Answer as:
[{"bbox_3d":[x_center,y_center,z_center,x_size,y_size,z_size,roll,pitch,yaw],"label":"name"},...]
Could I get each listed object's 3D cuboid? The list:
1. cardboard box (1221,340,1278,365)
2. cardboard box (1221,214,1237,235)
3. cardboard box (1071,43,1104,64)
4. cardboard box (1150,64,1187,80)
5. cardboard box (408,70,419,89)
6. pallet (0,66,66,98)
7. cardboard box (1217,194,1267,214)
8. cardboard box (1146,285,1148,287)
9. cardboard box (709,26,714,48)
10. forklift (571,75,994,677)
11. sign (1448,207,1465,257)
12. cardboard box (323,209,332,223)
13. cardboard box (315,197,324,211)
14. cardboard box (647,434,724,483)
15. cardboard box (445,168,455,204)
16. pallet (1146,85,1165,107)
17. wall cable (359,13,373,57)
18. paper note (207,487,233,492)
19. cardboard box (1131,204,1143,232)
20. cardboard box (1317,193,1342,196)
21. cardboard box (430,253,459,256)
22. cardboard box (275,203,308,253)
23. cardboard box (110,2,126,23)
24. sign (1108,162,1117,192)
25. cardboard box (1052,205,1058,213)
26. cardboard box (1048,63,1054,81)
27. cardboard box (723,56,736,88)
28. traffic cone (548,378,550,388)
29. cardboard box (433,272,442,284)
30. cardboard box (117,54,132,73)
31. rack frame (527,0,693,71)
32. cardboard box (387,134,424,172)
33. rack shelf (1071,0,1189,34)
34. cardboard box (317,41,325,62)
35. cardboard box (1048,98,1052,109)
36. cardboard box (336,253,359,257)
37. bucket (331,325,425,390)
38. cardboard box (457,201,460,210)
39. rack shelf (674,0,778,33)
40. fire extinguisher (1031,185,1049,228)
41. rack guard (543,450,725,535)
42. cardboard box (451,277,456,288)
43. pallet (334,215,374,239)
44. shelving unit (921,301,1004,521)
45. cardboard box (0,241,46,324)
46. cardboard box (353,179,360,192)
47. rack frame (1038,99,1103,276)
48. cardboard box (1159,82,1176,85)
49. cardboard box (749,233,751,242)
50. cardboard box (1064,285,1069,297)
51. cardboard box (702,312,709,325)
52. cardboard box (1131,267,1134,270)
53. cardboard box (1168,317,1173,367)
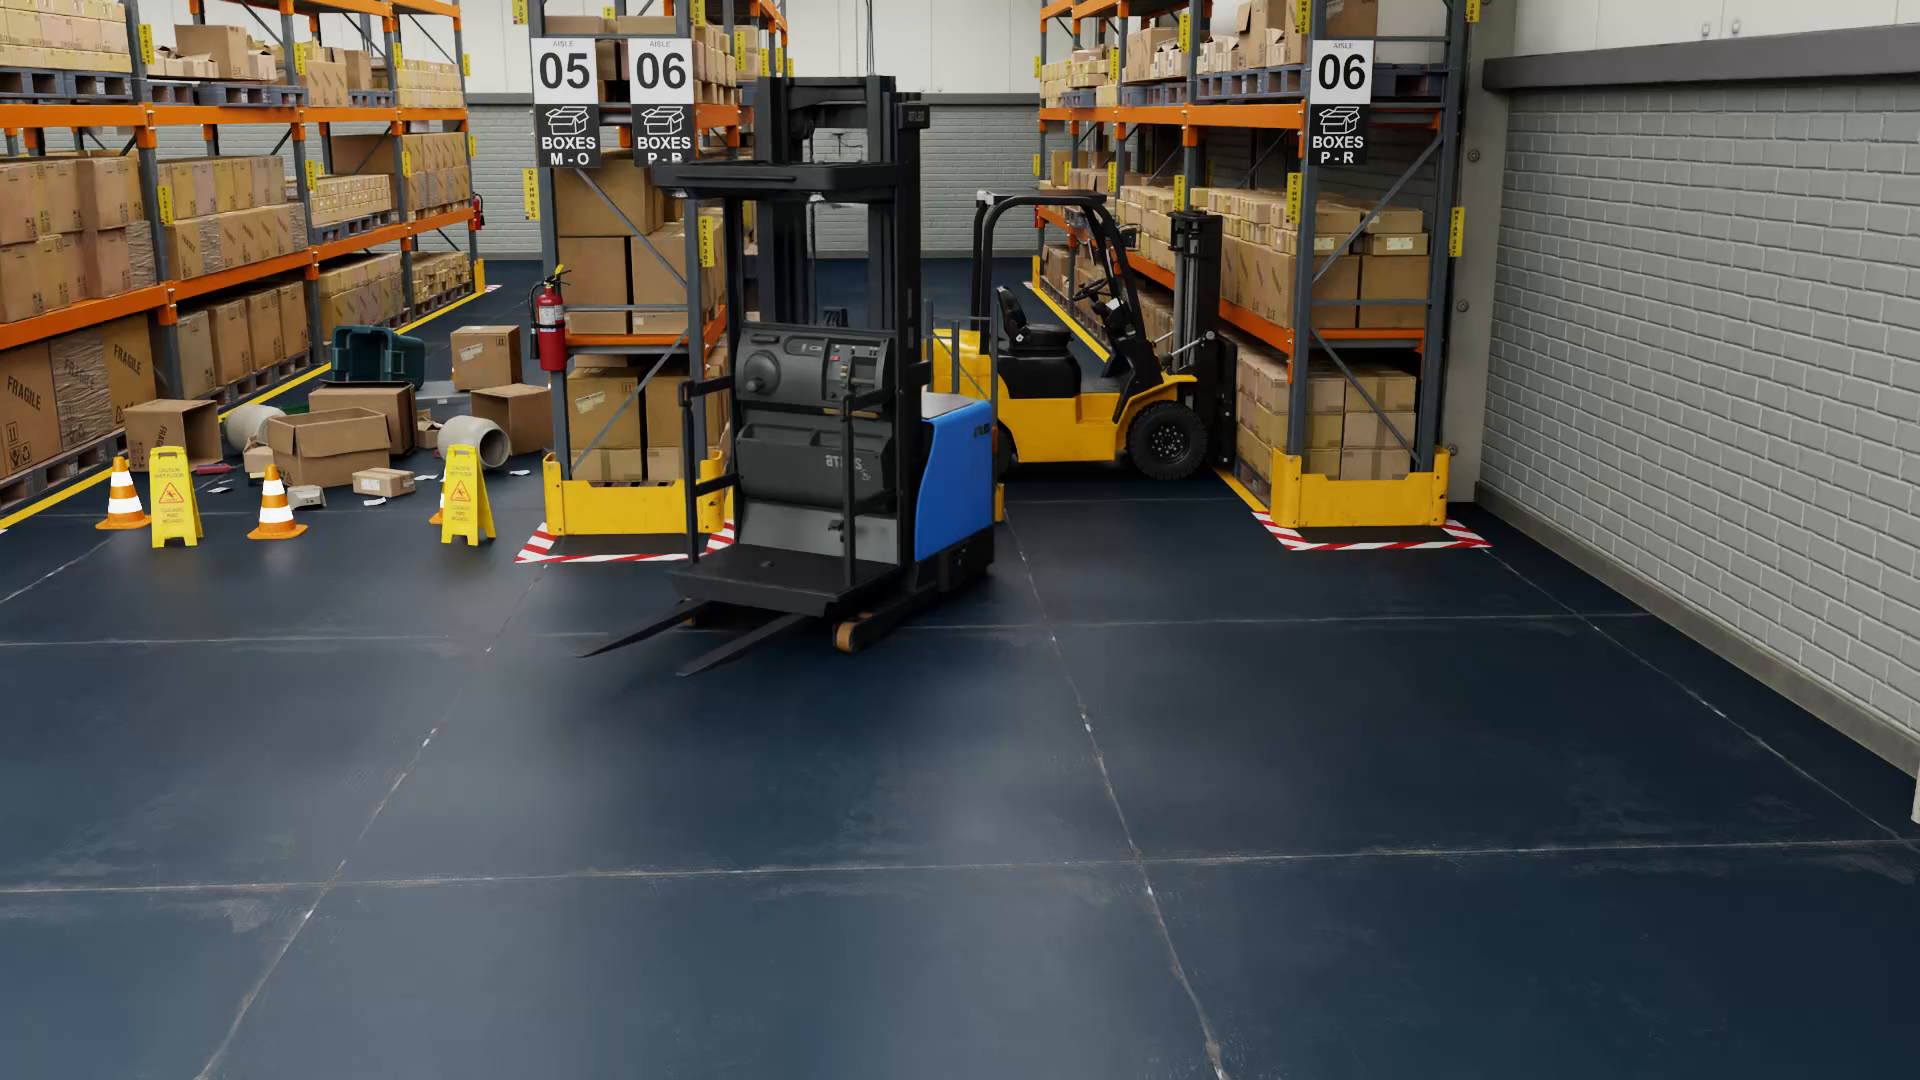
[{"bbox_3d":[2.314,-1.437,13.262,0.500,0.250,0.500,-1,14,-5],"label":"cardboard box"},{"bbox_3d":[2.316,-2.549,13.409,0.380,0.149,0.250,-1,14,-5],"label":"cardboard box"},{"bbox_3d":[1.683,-6.425,21.990,0.396,0.266,0.258,-1,14,-4],"label":"cardboard box"},{"bbox_3d":[2.089,-4.632,16.448,0.380,0.149,0.250,-1,14,-4],"label":"cardboard box"},{"bbox_3d":[-7.692,-6.268,22.647,0.500,0.250,0.500,-1,14,-4],"label":"cardboard box"},{"bbox_3d":[-7.267,-3.312,12.039,1.003,0.211,1.213,-1,14,-3],"label":"pallet"},{"bbox_3d":[2.319,-2.754,13.612,0.380,0.149,0.250,-1,14,-4],"label":"cardboard box"},{"bbox_3d":[2.503,-2.807,20.091,0.500,0.500,0.500,-1,14,-3],"label":"cardboard box"},{"bbox_3d":[-1.988,-3.640,12.038,0.380,0.149,0.250,0,14,-2],"label":"cardboard box"},{"bbox_3d":[-0.898,-0.951,8.840,1.130,2.935,3.031,7,16,25],"label":"forklift"},{"bbox_3d":[3.310,-2.058,11.109,0.100,0.325,0.005,-1,14,-3],"label":"sign"},{"bbox_3d":[-7.488,-3.734,19.179,0.380,0.149,0.250,0,14,-1],"label":"cardboard box"},{"bbox_3d":[-7.476,-3.820,18.919,0.380,0.149,0.250,0,14,-1],"label":"cardboard box"},{"bbox_3d":[-1.972,-0.592,11.984,0.500,0.250,0.500,-1,14,-4],"label":"cardboard box"},{"bbox_3d":[-7.771,-5.224,24.512,0.500,0.500,0.500,-1,14,-3],"label":"cardboard box"},{"bbox_3d":[2.464,-4.499,16.850,1.003,0.211,1.213,0,14,-1],"label":"pallet"},{"bbox_3d":[-9.990,-11.265,30.293,2.277,5.999,0.120,-1,14,-3],"label":"wall cable"},{"bbox_3d":[-5.532,-0.381,12.450,0.144,0.017,0.142,4,15,16],"label":"paper note"},{"bbox_3d":[2.088,-3.383,17.454,0.500,0.250,0.500,-1,14,-5],"label":"cardboard box"},{"bbox_3d":[2.908,-2.765,13.655,0.380,0.149,0.250,-1,14,-4],"label":"cardboard box"},{"bbox_3d":[-7.879,-4.313,25.454,0.380,0.149,0.250,-1,14,-2],"label":"cardboard box"},{"bbox_3d":[-7.332,-3.344,17.804,0.500,0.500,0.500,-1,14,-3],"label":"cardboard box"},{"bbox_3d":[-7.039,-4.292,13.528,0.380,0.149,0.250,-1,14,-4],"label":"cardboard box"},{"bbox_3d":[1.719,-4.095,18.756,0.100,0.325,0.005,-1,14,-3],"label":"sign"},{"bbox_3d":[1.578,-4.979,24.860,0.380,0.149,0.250,-1,14,-2],"label":"cardboard box"},{"bbox_3d":[1.599,-6.973,24.789,0.500,0.250,0.500,-1,14,-4],"label":"cardboard box"},{"bbox_3d":[-2.149,-3.929,13.960,0.500,0.250,0.500,-1,14,-4],"label":"cardboard box"},{"bbox_3d":[-3.920,-1.569,16.195,0.336,0.463,0.334,-1,14,-3],"label":"traffic cone"},{"bbox_3d":[-7.695,-3.782,23.986,0.380,0.149,0.250,-1,14,-4],"label":"cardboard box"},{"bbox_3d":[-7.038,-3.906,13.629,0.380,0.149,0.250,-1,14,-4],"label":"cardboard box"},{"bbox_3d":[-2.198,-4.421,10.150,1.000,3.000,0.127,-1,14,-3],"label":"rack frame"},{"bbox_3d":[-7.708,-5.320,22.879,0.500,0.500,0.500,-1,14,-5],"label":"cardboard box"},{"bbox_3d":[2.136,-6.444,20.257,1.077,0.370,4.000,-1,14,-3],"label":"rack shelf"},{"bbox_3d":[-7.465,-5.572,18.904,0.396,0.266,0.258,-1,14,-3],"label":"cardboard box"},{"bbox_3d":[1.530,-6.563,25.000,0.380,0.149,0.250,-1,14,-4],"label":"cardboard box"},{"bbox_3d":[-8.094,-3.567,21.538,0.500,0.250,0.500,-2,15,-6],"label":"cardboard box"},{"bbox_3d":[-5.070,-1.562,14.595,0.726,0.611,0.620,4,5,16],"label":"bucket"},{"bbox_3d":[-7.813,-5.070,25.218,0.380,0.149,0.250,-1,14,-4],"label":"cardboard box"},{"bbox_3d":[-2.817,-6.366,19.956,1.077,0.370,4.000,-1,14,-3],"label":"rack shelf"},{"bbox_3d":[1.294,-5.384,26.835,0.296,0.674,0.183,-1,14,-3],"label":"fire extinguisher"},{"bbox_3d":[-2.203,-0.324,11.283,1.175,0.500,0.348,-1,14,-3],"label":"rack guard"},{"bbox_3d":[-7.729,-3.835,24.791,0.380,0.149,0.250,-2,15,-6],"label":"cardboard box"},{"bbox_3d":[-7.791,-3.803,20.171,1.003,0.211,1.213,-1,14,-3],"label":"pallet"},{"bbox_3d":[-0.116,-0.763,10.981,0.587,1.500,1.083,4,15,14],"label":"shelving unit"},{"bbox_3d":[-7.166,-1.856,11.919,0.875,0.550,0.550,-1,14,-3],"label":"cardboard box"},{"bbox_3d":[-7.576,-4.347,20.371,0.380,0.149,0.250,-2,15,-6],"label":"cardboard box"},{"bbox_3d":[1.765,-5.572,26.665,1.000,3.000,0.127,-1,14,-3],"label":"rack frame"},{"bbox_3d":[2.476,-5.251,18.895,0.380,0.149,0.250,-1,14,-3],"label":"cardboard box"},{"bbox_3d":[-2.253,-2.992,16.298,0.380,0.149,0.250,-1,14,-3],"label":"cardboard box"},{"bbox_3d":[1.685,-3.534,23.622,0.380,0.149,0.250,-1,14,-5],"label":"cardboard box"},{"bbox_3d":[-1.978,-1.612,11.774,0.380,0.149,0.250,-1,14,-5],"label":"cardboard box"},{"bbox_3d":[2.374,-3.539,21.634,0.380,0.149,0.250,0,14,-2],"label":"cardboard box"},{"bbox_3d":[2.465,-1.771,15.813,0.875,0.625,0.625,0,14,-1],"label":"cardboard box"}]
